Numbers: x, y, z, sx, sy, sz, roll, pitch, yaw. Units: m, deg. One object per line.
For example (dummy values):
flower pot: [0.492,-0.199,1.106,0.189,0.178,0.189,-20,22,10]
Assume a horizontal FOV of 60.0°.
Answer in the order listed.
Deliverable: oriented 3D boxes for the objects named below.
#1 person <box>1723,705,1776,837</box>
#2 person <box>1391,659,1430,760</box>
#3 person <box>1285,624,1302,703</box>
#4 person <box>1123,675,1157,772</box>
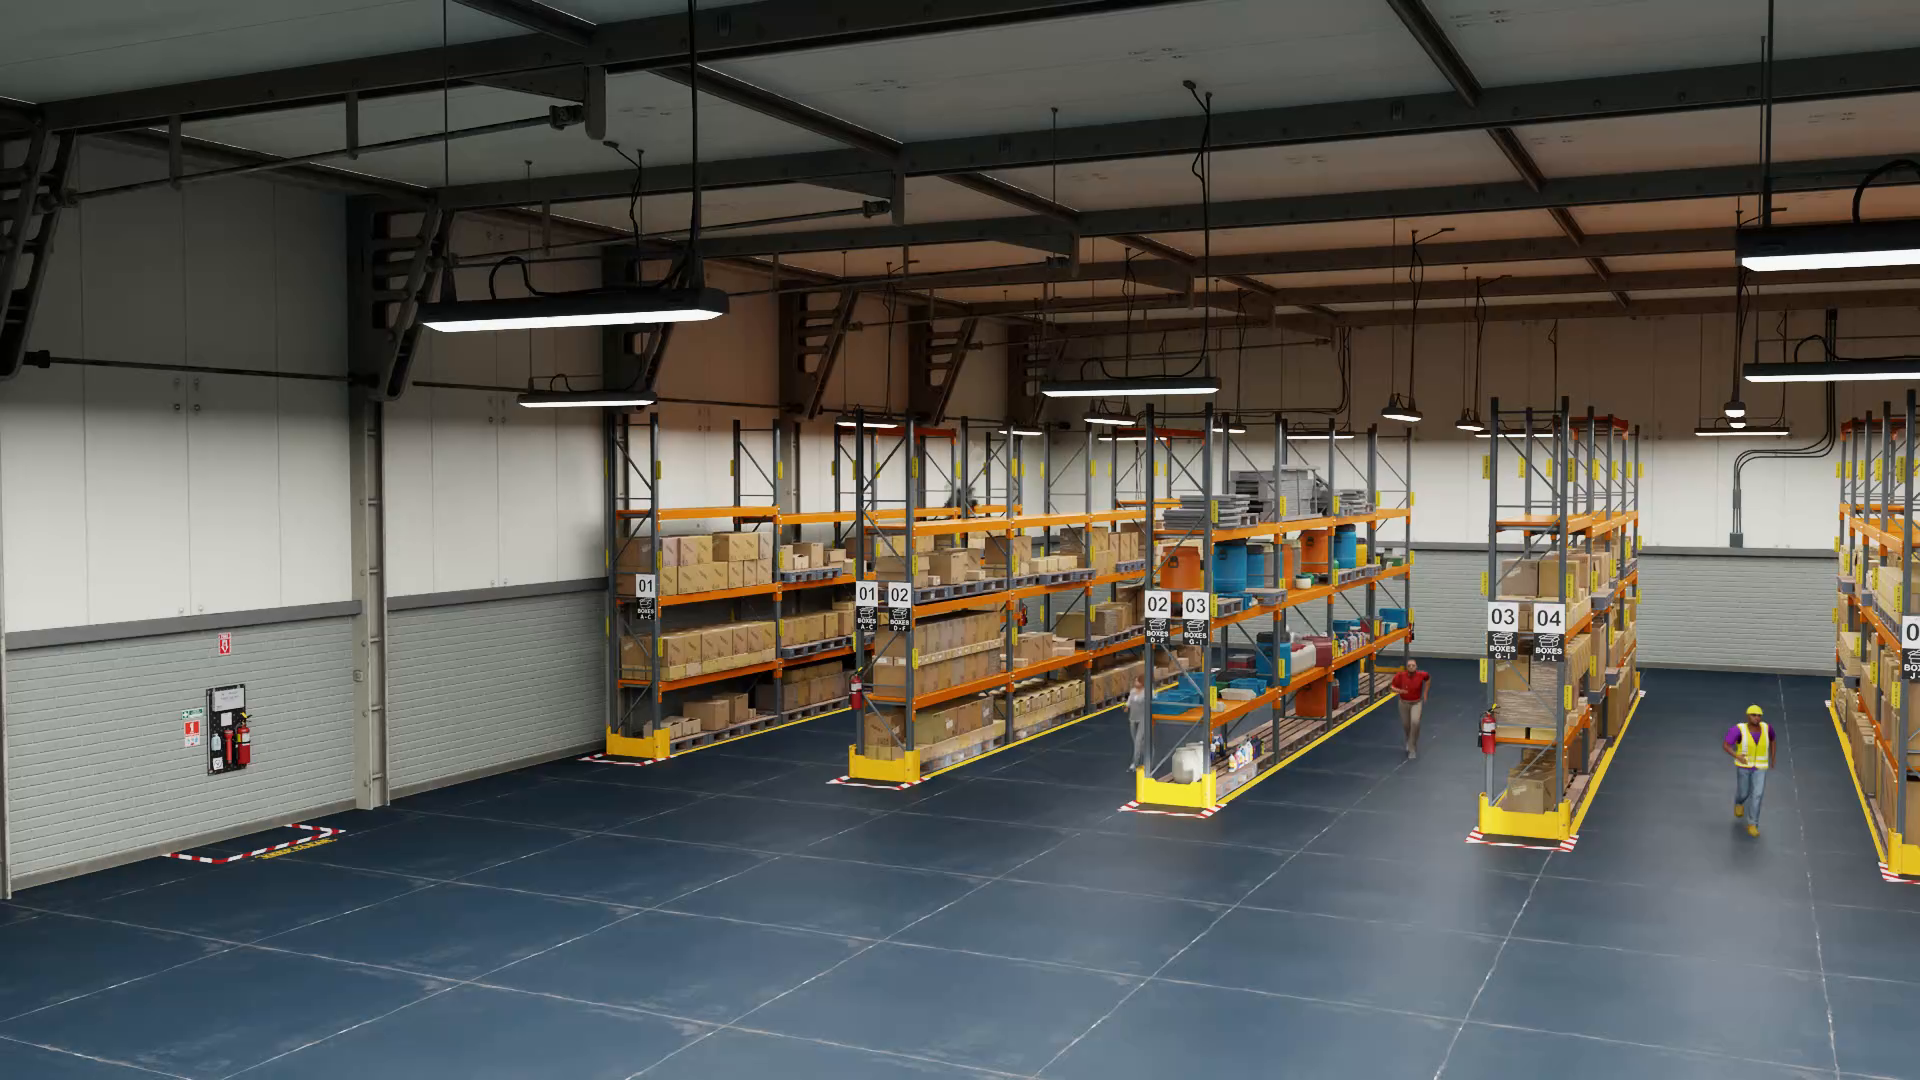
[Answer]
person: [10.975,3.155,23.095,0.725,1.756,0.990,0,2,10]
person: [7.916,2.940,29.223,0.658,1.752,1.015,1,3,19]
person: [7.148,2.651,36.210,0.727,1.728,1.058,1,3,20]
person: [3.005,3.034,27.738,0.554,1.587,0.858,2,3,37]
